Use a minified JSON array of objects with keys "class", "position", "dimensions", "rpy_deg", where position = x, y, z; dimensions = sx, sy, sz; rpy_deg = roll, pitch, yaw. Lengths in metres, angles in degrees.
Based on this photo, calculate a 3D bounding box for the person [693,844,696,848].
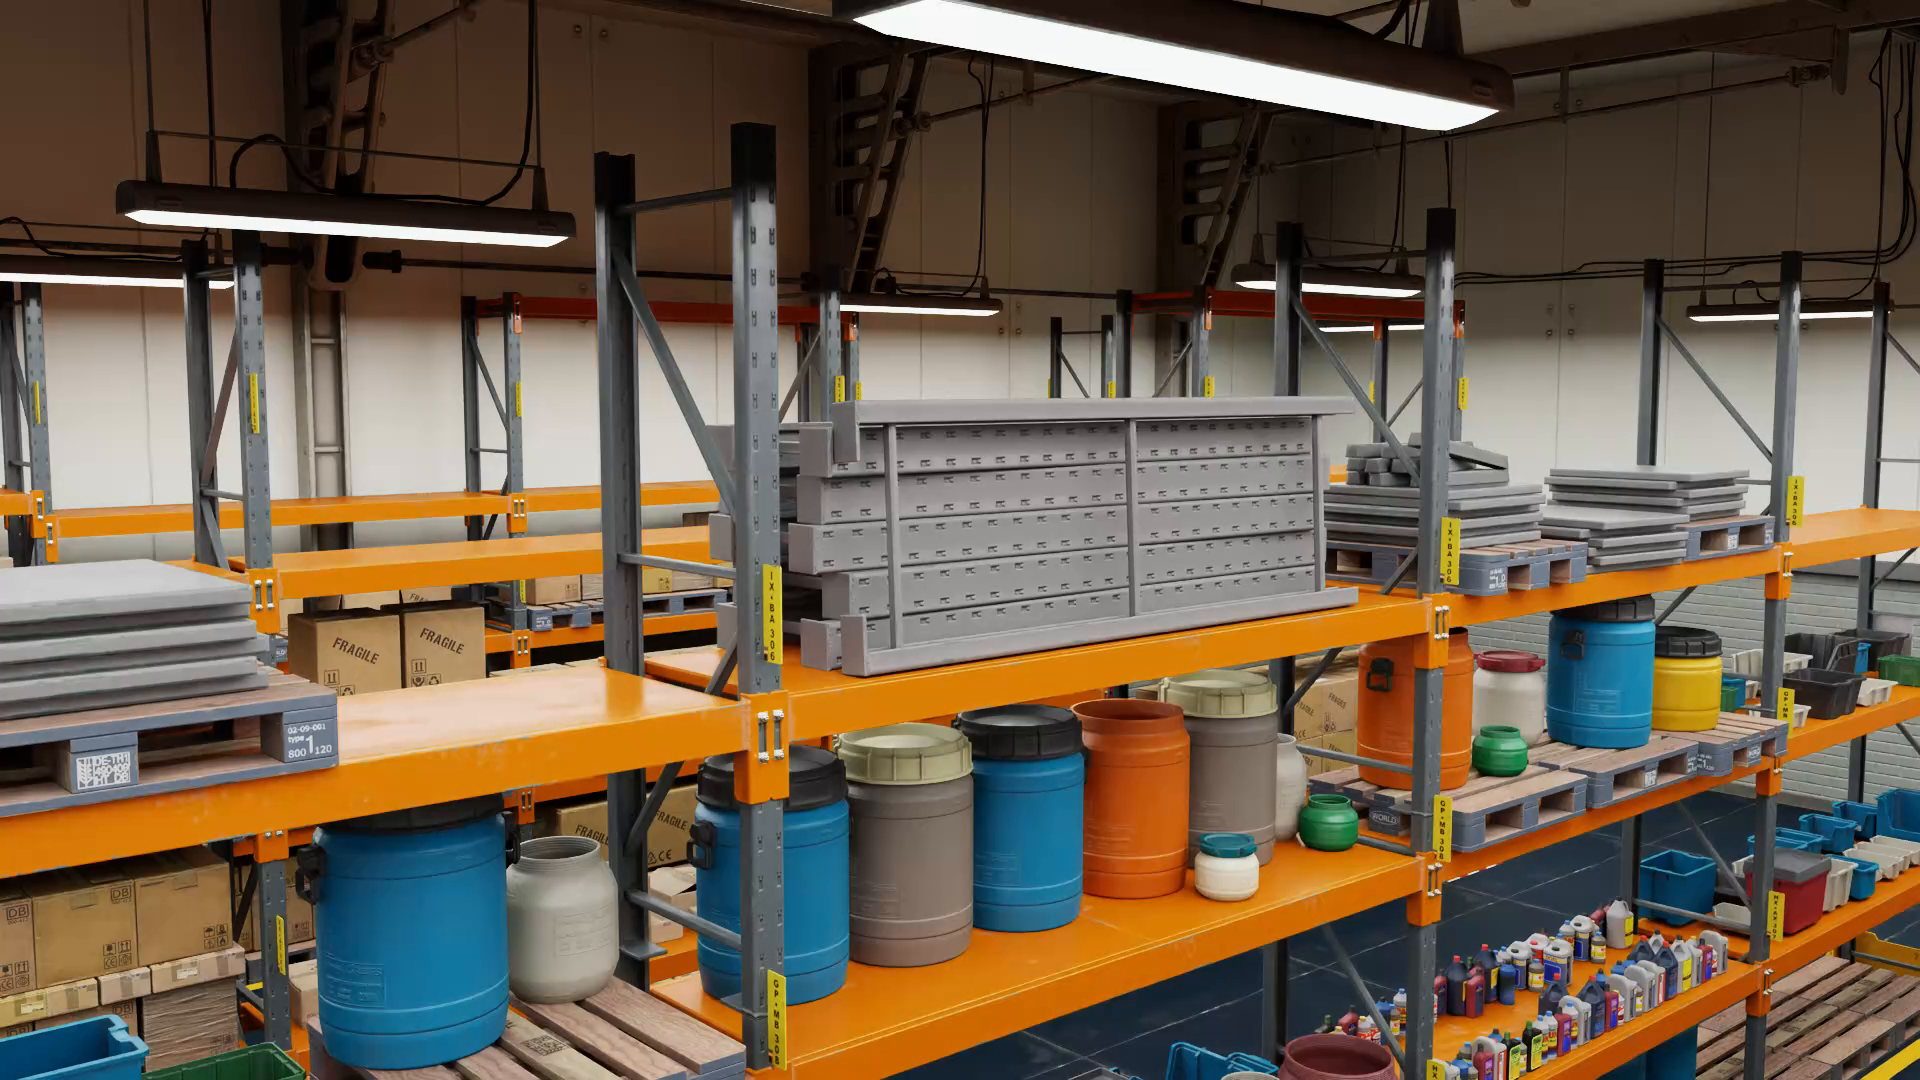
[{"class":"person","position":[-1.817,3.062,14.136],"dimensions":[1.027,1.509,0.586],"rpy_deg":[-3,6,-26]}]
